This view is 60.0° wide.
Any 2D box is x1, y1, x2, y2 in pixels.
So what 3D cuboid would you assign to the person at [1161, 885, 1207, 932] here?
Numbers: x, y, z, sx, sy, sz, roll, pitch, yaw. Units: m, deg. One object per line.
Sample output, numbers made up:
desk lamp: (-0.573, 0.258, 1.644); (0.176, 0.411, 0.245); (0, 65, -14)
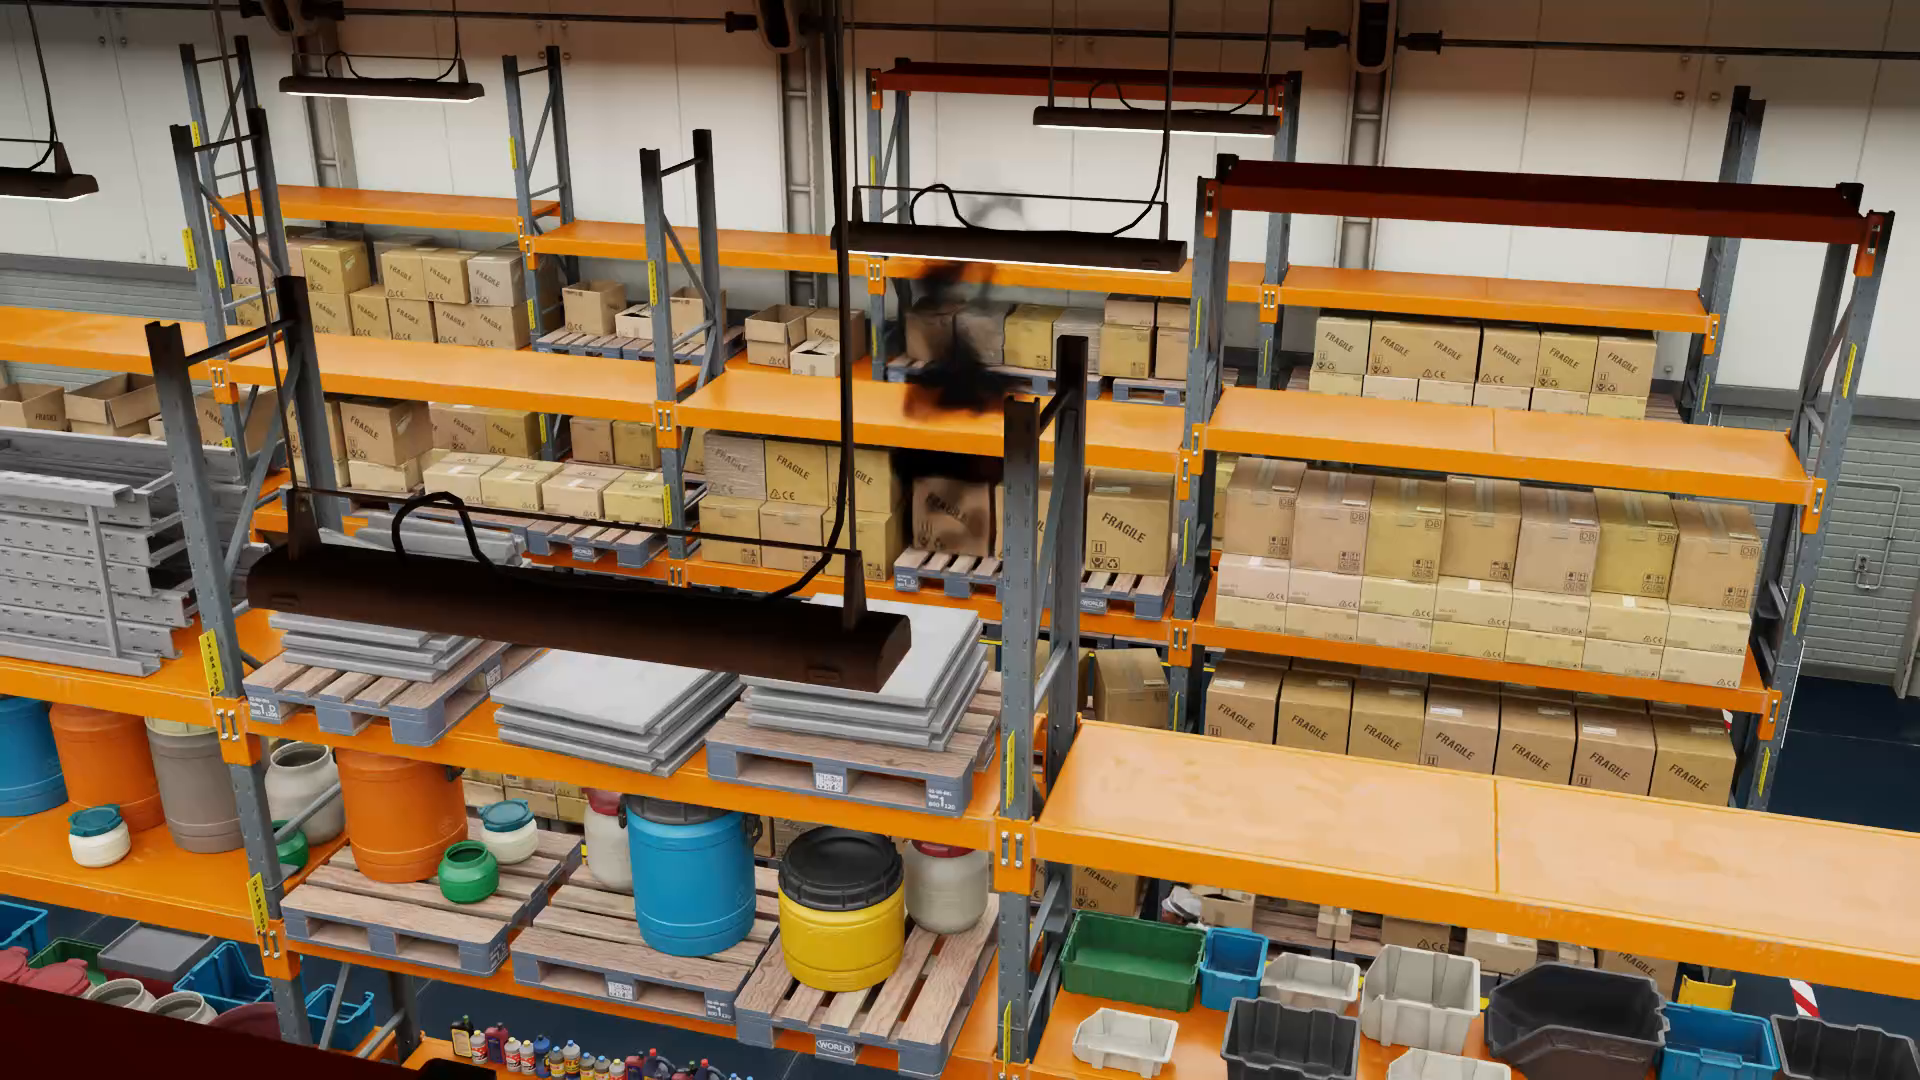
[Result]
person: (1.388, 3.051, 11.248); (0.590, 1.663, 0.564); (2, 23, 5)
